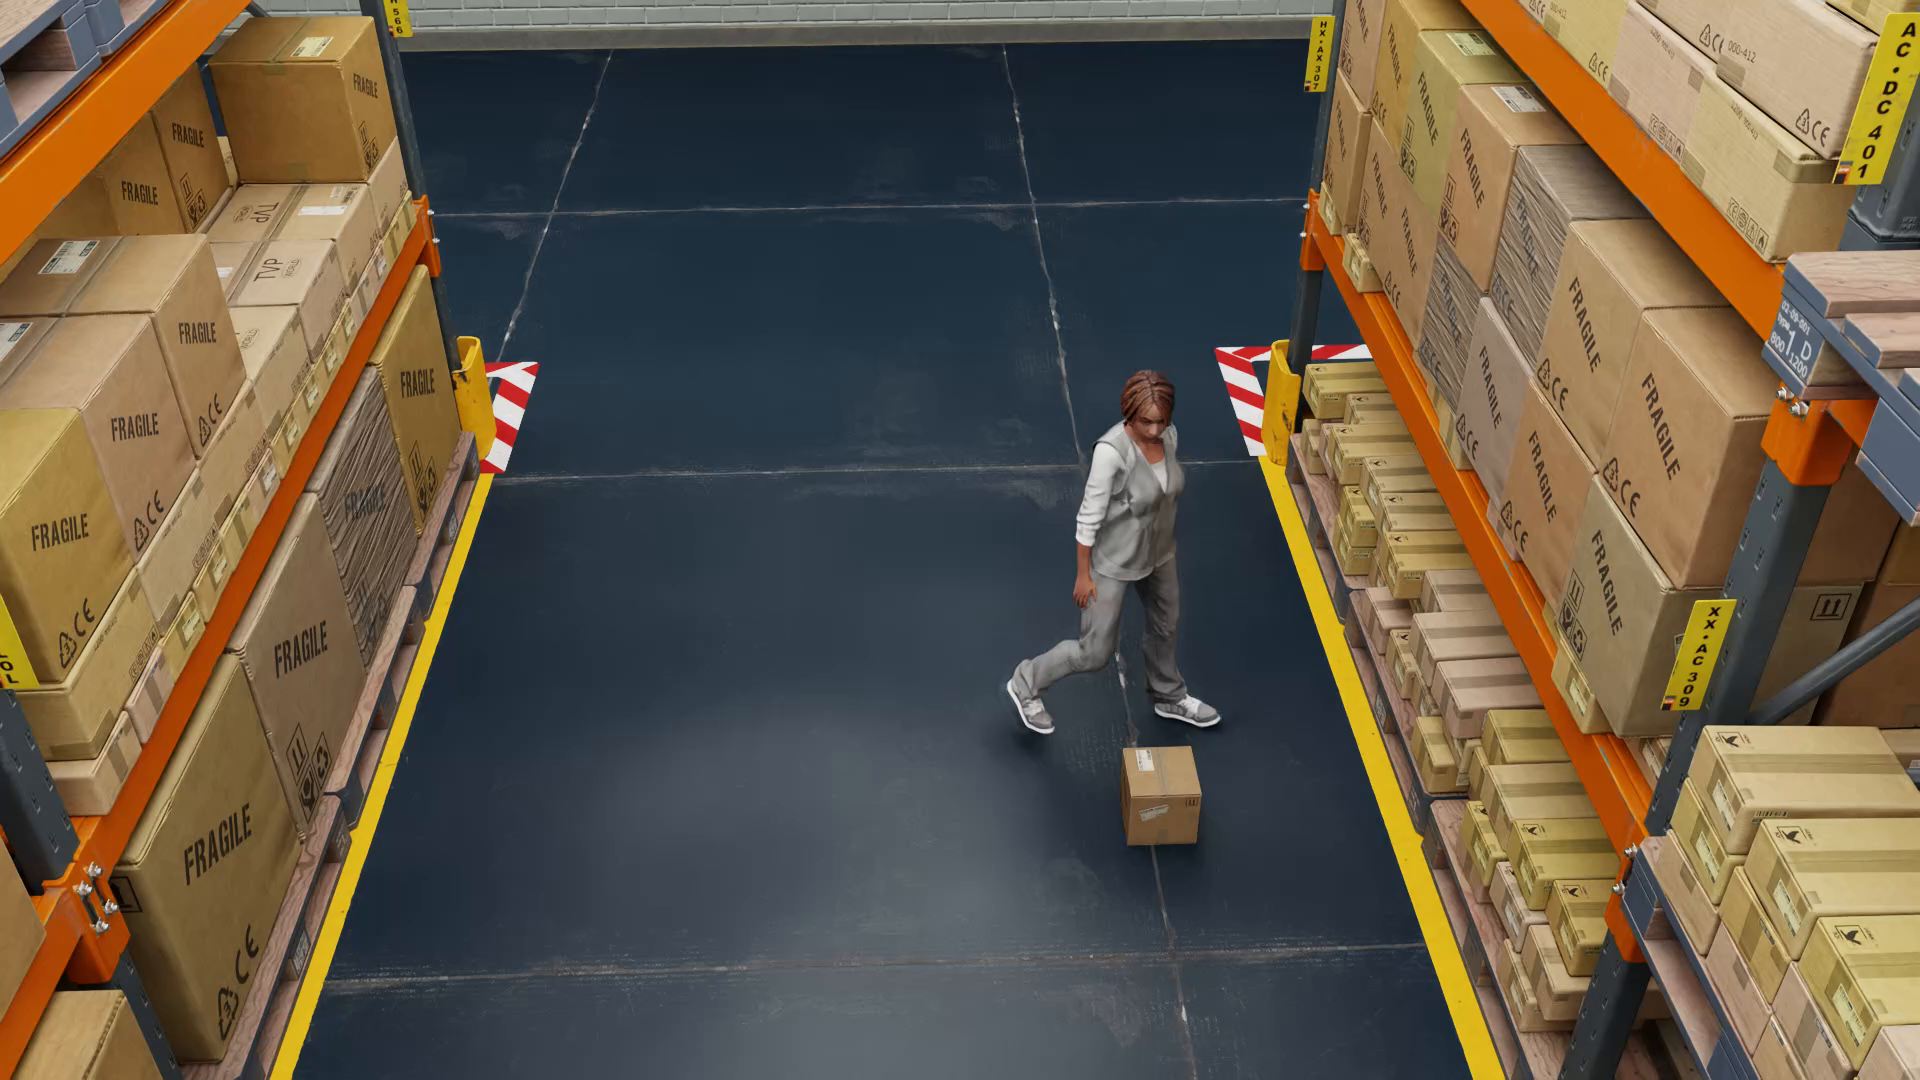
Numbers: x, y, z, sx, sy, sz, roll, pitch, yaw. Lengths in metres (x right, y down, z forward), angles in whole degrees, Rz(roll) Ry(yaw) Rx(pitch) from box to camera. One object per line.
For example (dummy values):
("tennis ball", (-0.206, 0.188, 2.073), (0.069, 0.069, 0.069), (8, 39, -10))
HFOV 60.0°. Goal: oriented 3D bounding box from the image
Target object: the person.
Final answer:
("person", (0.588, 0.072, 6.055), (0.625, 1.571, 0.629), (-29, 45, -34))
